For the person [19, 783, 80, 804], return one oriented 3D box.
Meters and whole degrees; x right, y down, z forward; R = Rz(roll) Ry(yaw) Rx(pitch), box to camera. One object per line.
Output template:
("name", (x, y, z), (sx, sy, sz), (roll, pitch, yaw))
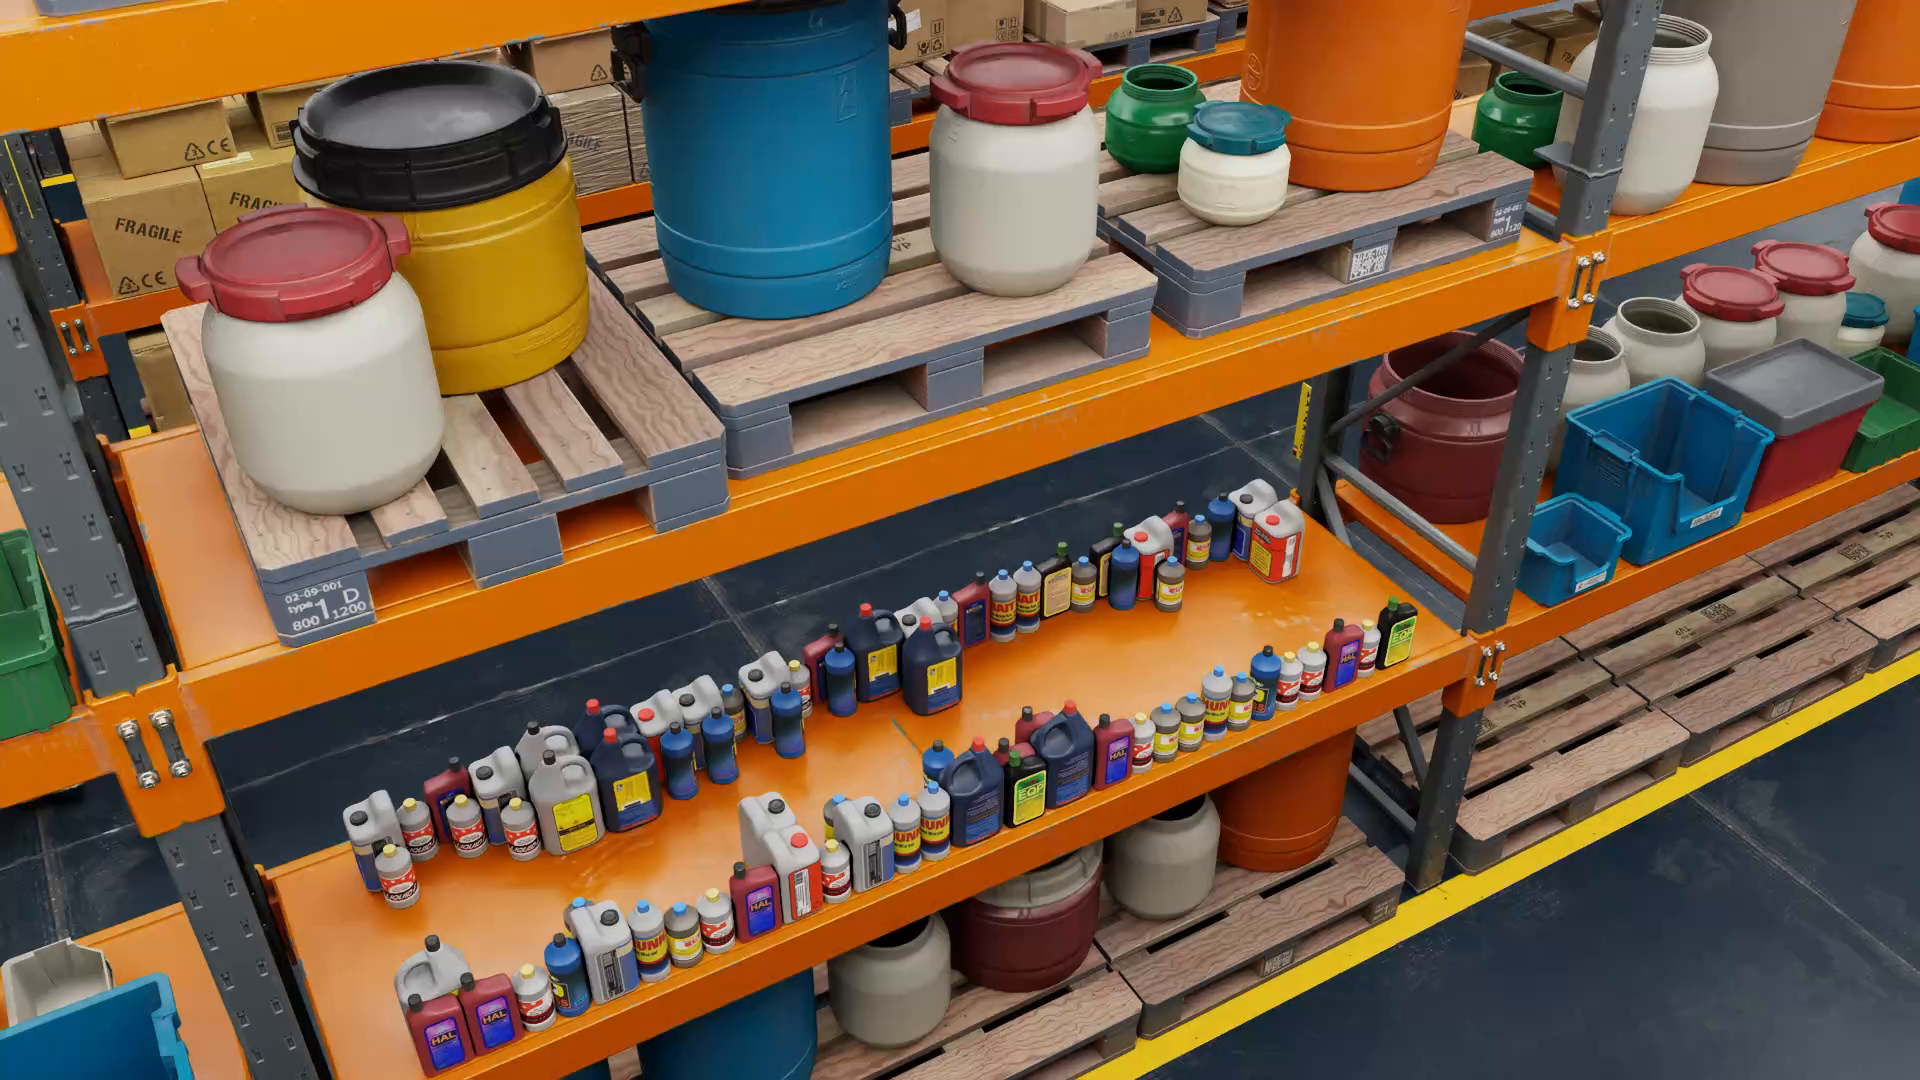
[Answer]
("person", (-4.123, 0.444, 6.284), (1.007, 1.724, 0.531), (-10, 38, -13))
